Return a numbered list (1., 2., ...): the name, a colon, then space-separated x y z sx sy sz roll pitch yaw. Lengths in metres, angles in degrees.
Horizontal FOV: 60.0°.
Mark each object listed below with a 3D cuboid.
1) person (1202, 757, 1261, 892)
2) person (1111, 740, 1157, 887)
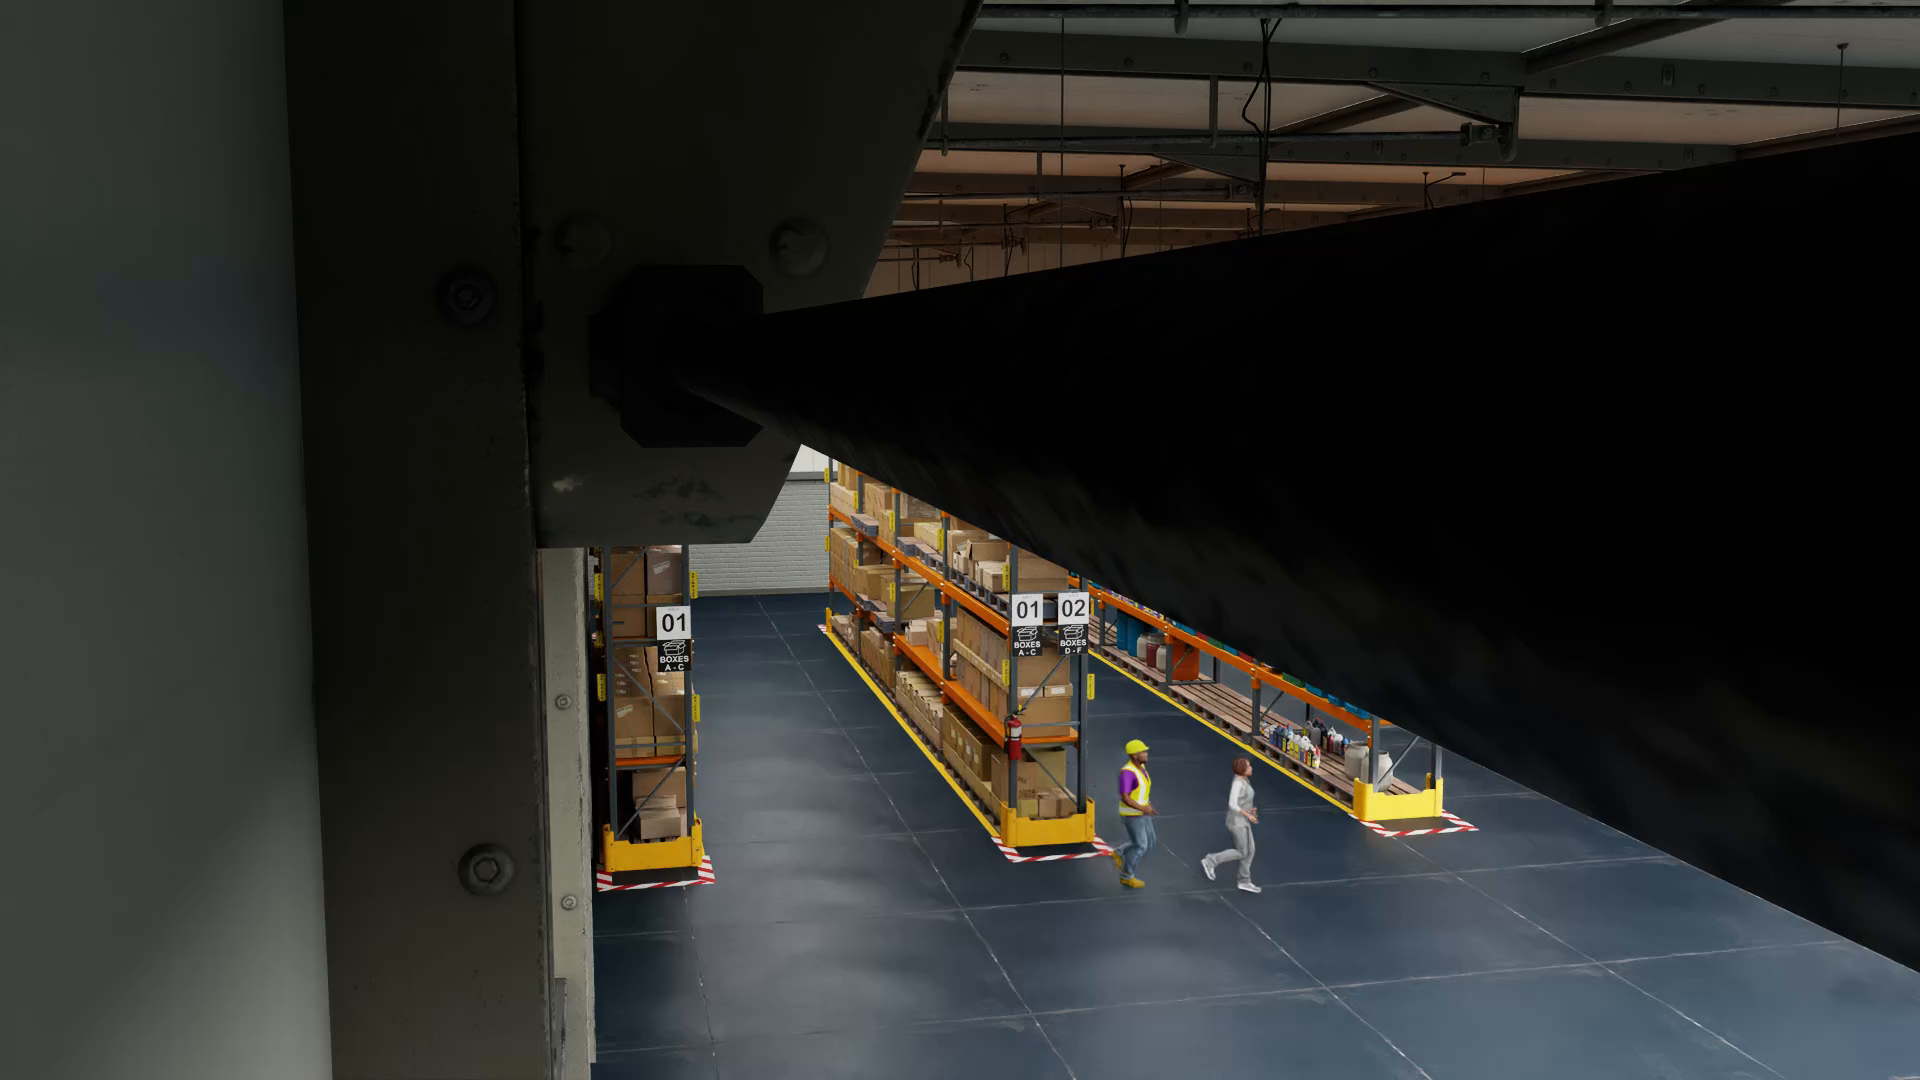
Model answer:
1. person: 3.171 3.285 19.279 0.678 1.585 0.542 2 7 16
2. person: 2.043 3.178 19.438 0.606 1.726 0.742 2 7 19
